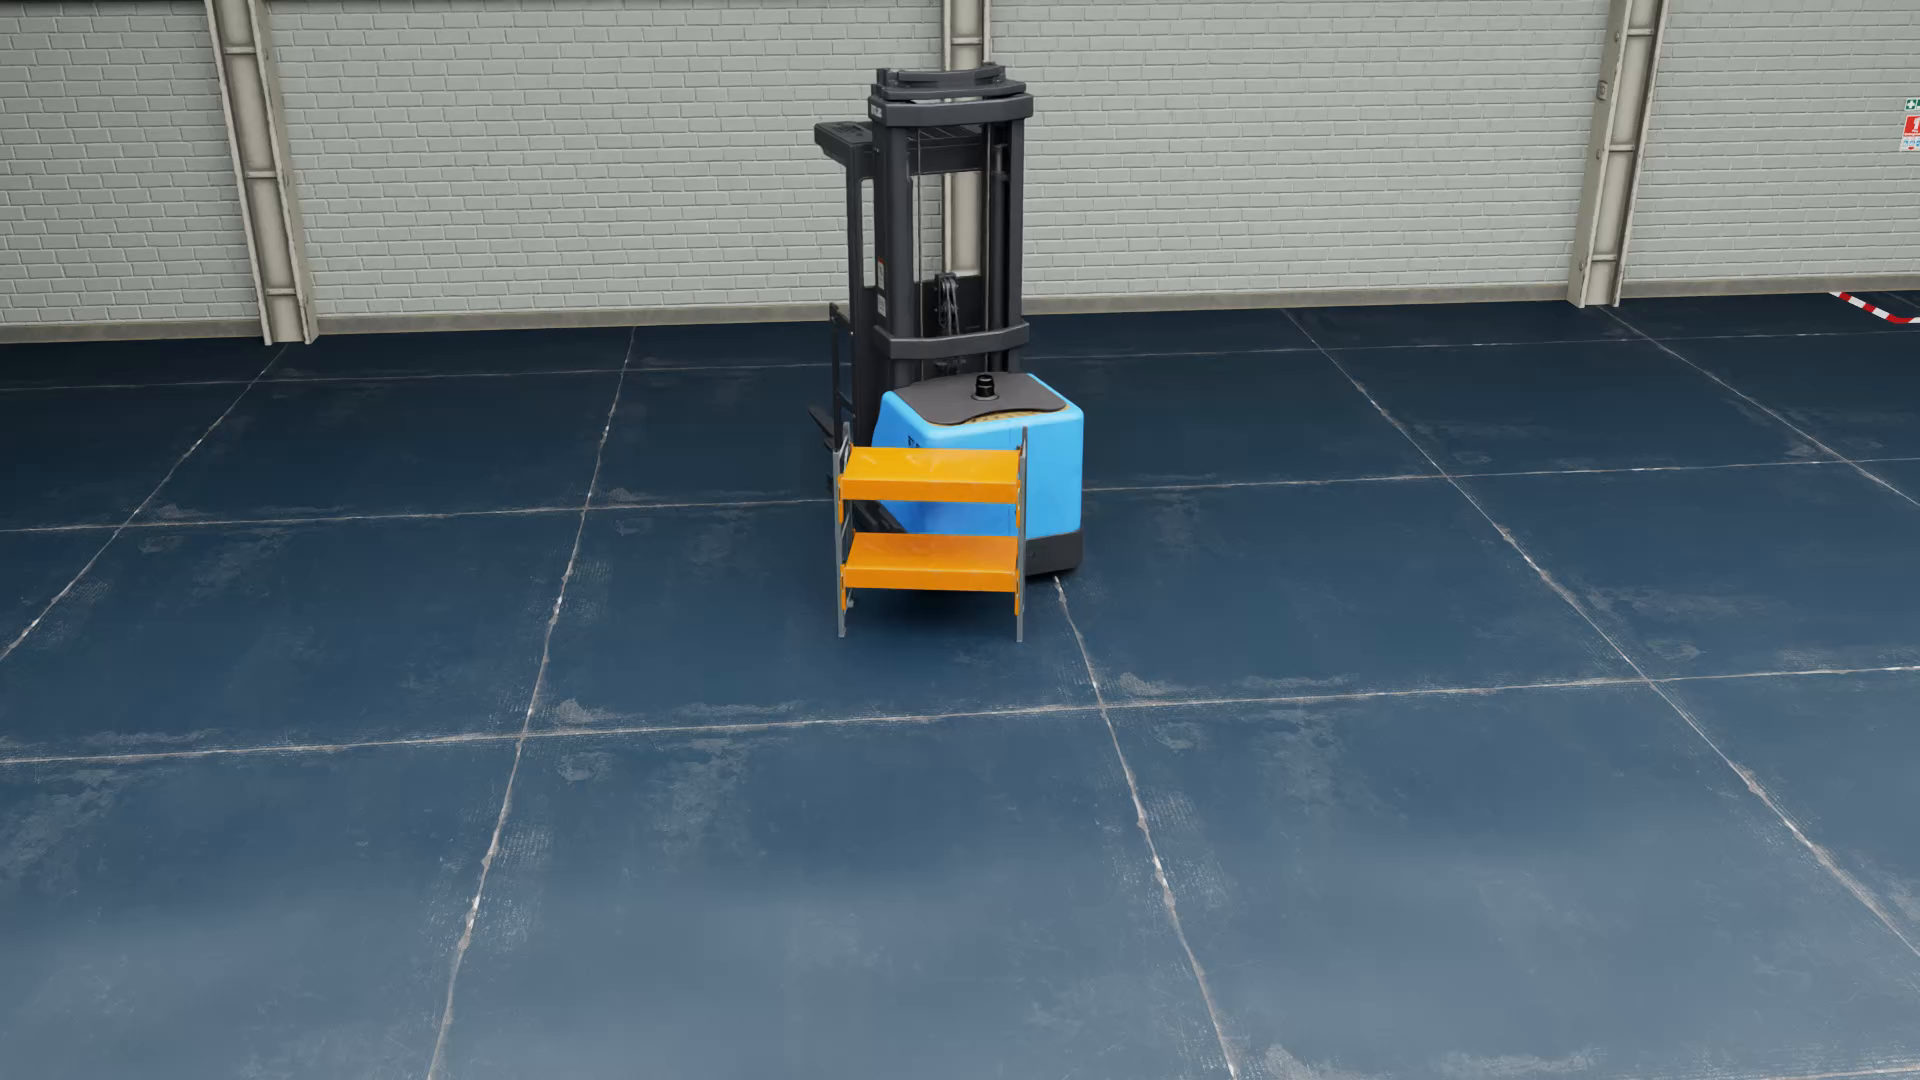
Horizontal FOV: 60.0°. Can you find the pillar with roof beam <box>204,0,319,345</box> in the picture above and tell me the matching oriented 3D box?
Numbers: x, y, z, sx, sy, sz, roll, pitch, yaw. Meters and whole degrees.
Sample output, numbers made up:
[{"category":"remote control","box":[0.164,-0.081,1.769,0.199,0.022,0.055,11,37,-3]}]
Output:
[{"category":"pillar with roof beam","box":[-5.501,-4.153,9.015,0.400,9.000,9.100,-2,24,-5]}]

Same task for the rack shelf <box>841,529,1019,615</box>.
[{"category":"rack shelf","box":[-0.153,0.178,9.566,1.000,0.278,0.538,2,24,3]}]

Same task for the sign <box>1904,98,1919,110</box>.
[{"category":"sign","box":[8.970,-4.062,15.500,0.331,0.109,0.001,-2,24,-5]}]

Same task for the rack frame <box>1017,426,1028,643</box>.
[{"category":"rack frame","box":[0.354,-0.032,9.437,0.032,1.125,0.500,2,24,3]}]

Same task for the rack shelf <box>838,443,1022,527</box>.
[{"category":"rack shelf","box":[-0.153,-0.313,9.348,1.000,0.278,0.538,2,24,3]}]

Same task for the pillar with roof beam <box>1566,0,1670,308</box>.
[{"category":"pillar with roof beam","box":[6.441,-4.632,10.093,0.400,9.000,9.100,-2,24,-5]}]

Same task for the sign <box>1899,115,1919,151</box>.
[{"category":"sign","box":[8.965,-3.823,15.615,0.234,0.329,0.001,-2,24,-5]}]

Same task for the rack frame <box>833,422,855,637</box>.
[{"category":"rack frame","box":[-0.661,-0.059,9.497,0.032,1.125,0.500,2,24,3]}]

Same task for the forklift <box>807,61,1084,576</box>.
[{"category":"forklift","box":[-0.266,-1.609,10.762,1.130,2.935,3.031,-9,26,-20]}]

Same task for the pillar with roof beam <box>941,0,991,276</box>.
[{"category":"pillar with roof beam","box":[0.470,-4.393,9.554,0.400,9.000,9.100,-2,24,-5]}]

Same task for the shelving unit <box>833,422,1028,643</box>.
[{"category":"shelving unit","box":[-0.153,-0.045,9.467,1.048,1.125,0.538,2,24,3]}]
